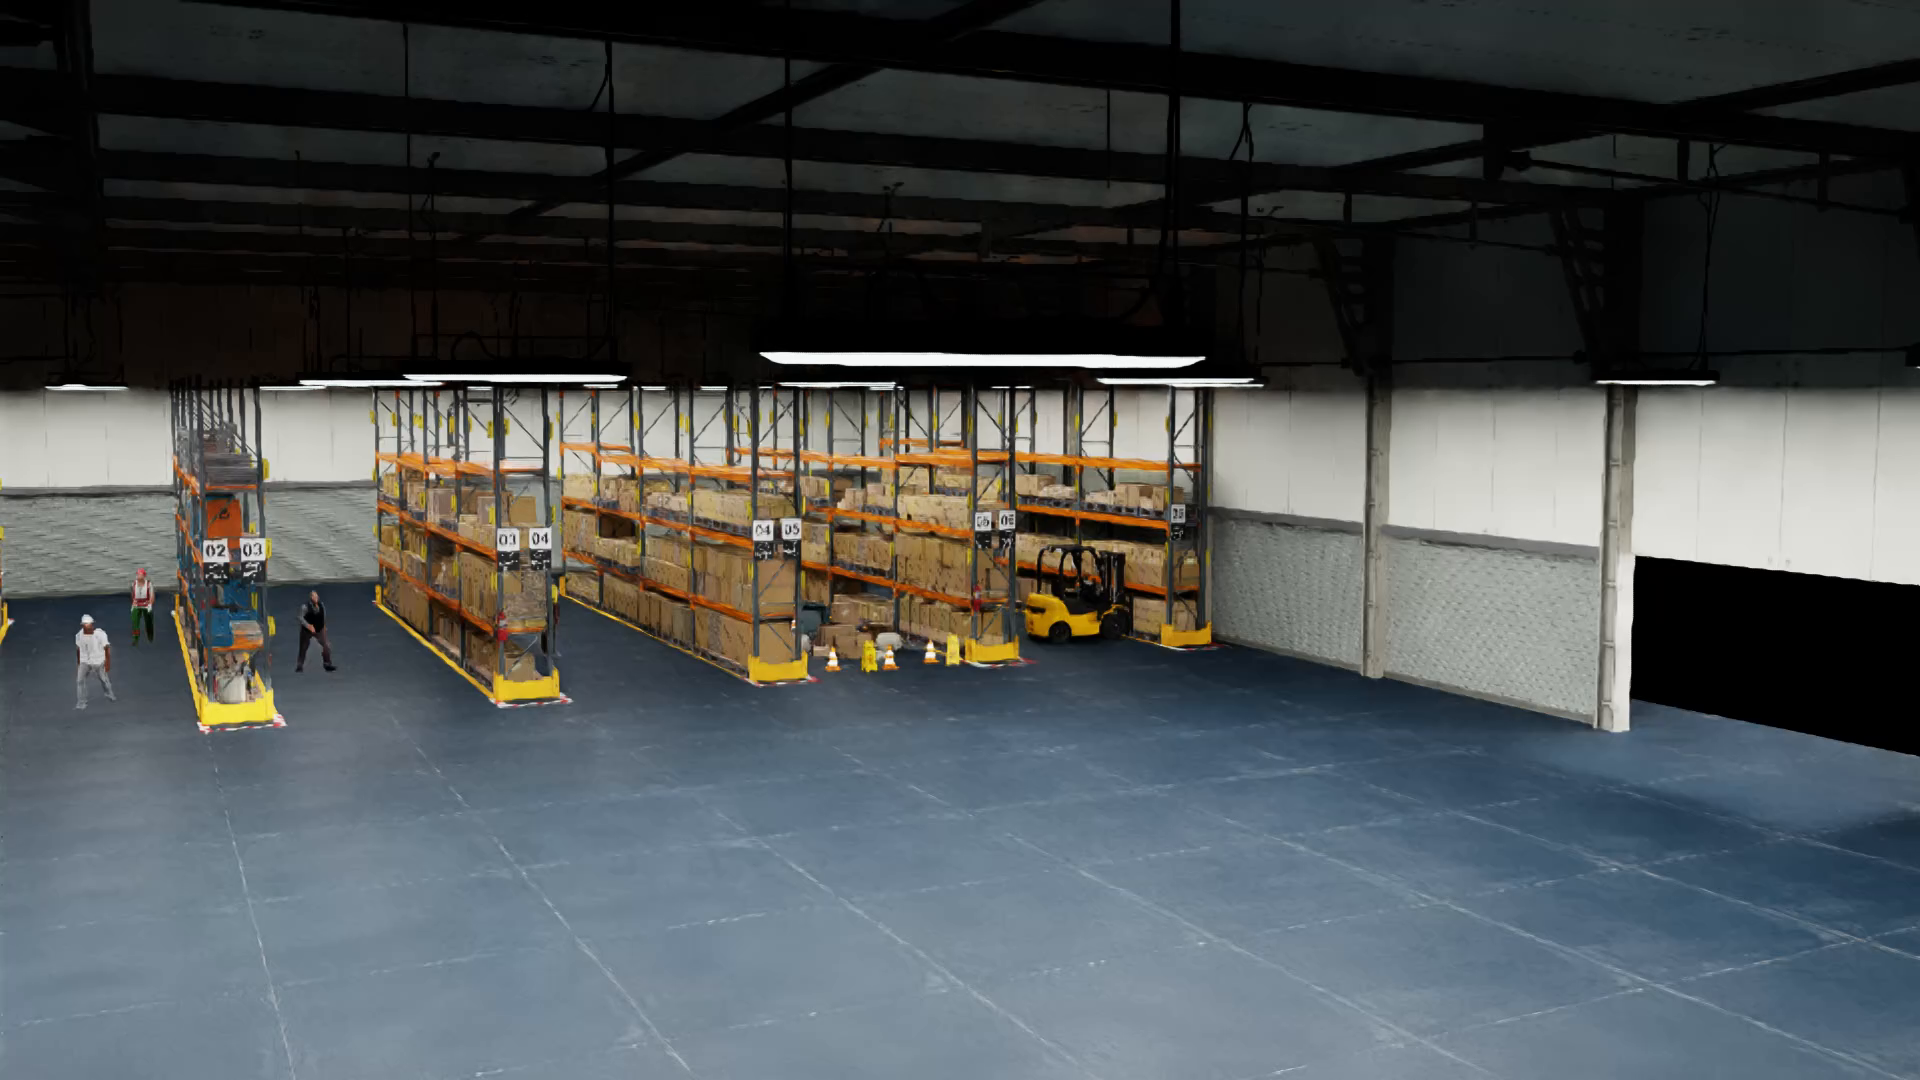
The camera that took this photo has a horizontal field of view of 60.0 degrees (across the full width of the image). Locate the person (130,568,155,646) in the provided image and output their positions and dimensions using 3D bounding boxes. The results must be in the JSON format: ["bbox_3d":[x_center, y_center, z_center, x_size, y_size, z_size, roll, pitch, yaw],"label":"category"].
[{"bbox_3d":[-18.515,1.499,37.677,0.531,1.728,1.037,-2,5,-18],"label":"person"}]

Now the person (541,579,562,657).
[{"bbox_3d":[-8.877,1.614,36.006,0.656,1.790,0.520,3,6,34],"label":"person"}]

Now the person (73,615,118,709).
[{"bbox_3d":[-15.758,2.190,30.231,0.616,1.712,0.970,-1,5,-7],"label":"person"}]

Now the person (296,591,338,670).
[{"bbox_3d":[-13.277,1.856,34.128,0.682,1.661,0.844,-5,7,-43],"label":"person"}]
